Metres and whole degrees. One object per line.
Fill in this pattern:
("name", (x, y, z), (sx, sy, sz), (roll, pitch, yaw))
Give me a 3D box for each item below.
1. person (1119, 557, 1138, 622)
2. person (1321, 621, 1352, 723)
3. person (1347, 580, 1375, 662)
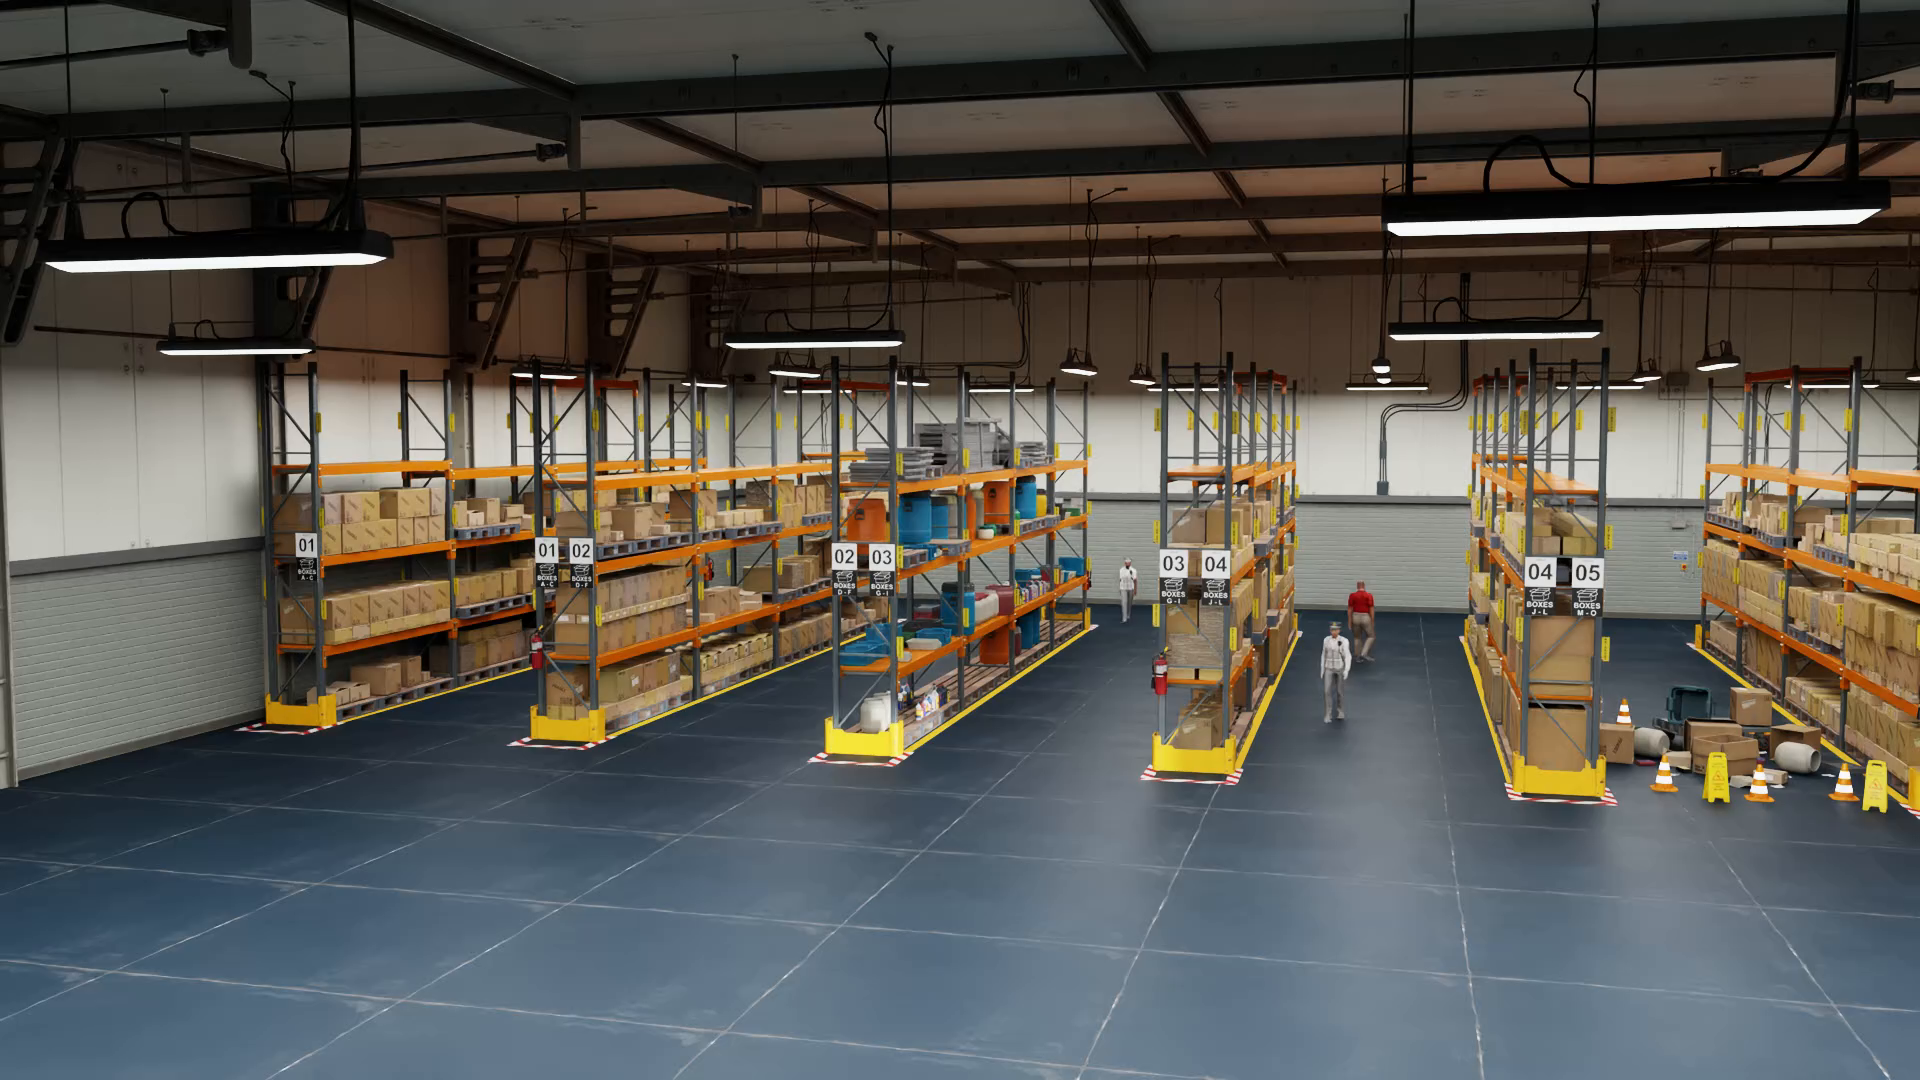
("person", (4.237, 1.232, 41.829), (0.443, 1.616, 1.058), (0, 4, 0))
("person", (6.311, 2.212, 27.972), (0.539, 1.698, 0.584), (2, 5, 30))
("person", (8.380, 1.705, 34.712), (0.586, 1.724, 0.541), (2, 4, 25))
